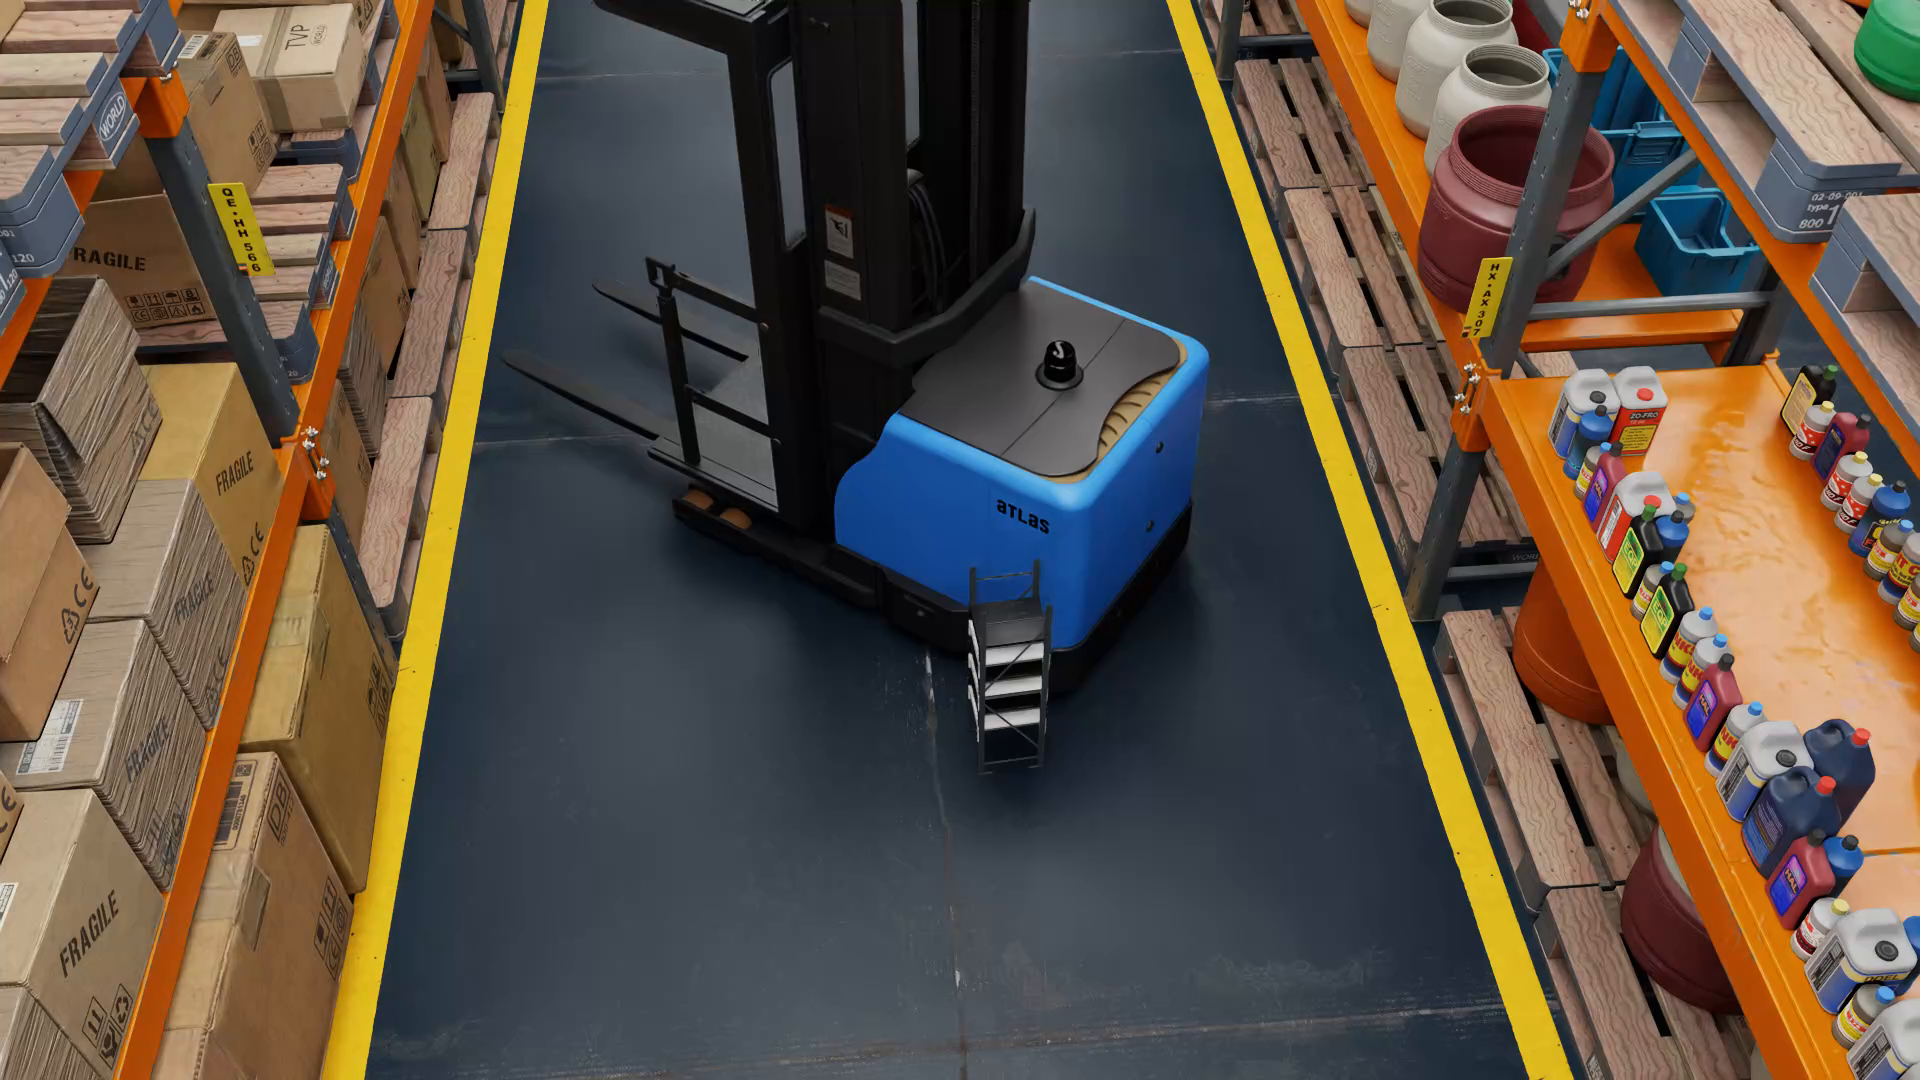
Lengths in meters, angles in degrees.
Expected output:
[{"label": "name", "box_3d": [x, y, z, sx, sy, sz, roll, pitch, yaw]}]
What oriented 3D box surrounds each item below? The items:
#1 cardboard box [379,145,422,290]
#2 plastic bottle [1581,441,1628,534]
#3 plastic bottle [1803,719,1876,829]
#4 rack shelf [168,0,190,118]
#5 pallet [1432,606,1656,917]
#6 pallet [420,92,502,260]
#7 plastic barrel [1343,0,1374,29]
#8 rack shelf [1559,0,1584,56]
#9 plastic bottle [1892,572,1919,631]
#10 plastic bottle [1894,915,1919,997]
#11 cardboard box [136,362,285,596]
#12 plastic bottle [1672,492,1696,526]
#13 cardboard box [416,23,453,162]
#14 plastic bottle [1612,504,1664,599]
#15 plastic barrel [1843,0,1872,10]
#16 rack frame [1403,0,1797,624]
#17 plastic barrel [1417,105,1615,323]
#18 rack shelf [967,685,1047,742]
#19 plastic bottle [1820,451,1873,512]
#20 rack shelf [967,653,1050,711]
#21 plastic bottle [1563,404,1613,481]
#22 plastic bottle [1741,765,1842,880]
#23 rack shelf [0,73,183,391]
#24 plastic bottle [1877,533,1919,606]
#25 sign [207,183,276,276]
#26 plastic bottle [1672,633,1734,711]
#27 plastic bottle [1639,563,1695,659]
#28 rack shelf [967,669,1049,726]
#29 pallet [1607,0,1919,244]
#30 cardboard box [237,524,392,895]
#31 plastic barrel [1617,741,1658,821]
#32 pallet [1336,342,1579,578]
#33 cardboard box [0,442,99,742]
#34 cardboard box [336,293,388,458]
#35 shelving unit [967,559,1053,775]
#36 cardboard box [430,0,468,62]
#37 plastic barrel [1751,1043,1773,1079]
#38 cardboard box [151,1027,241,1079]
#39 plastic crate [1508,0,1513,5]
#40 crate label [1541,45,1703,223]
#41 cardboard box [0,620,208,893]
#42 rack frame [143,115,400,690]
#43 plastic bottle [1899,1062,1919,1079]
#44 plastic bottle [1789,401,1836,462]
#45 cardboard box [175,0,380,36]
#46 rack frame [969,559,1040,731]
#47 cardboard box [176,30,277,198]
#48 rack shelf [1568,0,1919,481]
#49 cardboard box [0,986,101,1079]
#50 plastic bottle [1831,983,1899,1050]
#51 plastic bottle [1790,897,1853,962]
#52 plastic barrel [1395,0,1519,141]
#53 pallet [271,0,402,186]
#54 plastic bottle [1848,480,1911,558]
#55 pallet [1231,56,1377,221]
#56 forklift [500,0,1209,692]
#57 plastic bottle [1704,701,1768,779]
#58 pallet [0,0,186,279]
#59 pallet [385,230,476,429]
[{"label": "cardboard box", "box_3d": [-2.896, -1.464, 7.625, 0.700, 0.500, 0.500, -7, 47, -7]}, {"label": "plastic bottle", "box_3d": [1.972, -0.162, 5.054, 0.061, 0.283, 0.133, -3, 47, -3]}, {"label": "plastic bottle", "box_3d": [2.256, 0.587, 4.299, 0.144, 0.351, 0.185, -3, 47, -3]}, {"label": "rack shelf", "box_3d": [-2.827, -2.705, 5.812, 1.077, 0.370, 4.000, -3, 47, -3]}, {"label": "pallet", "box_3d": [2.383, 0.751, 6.029, 1.003, 0.211, 1.213, -3, 47, -3]}, {"label": "pallet", "box_3d": [-2.928, -1.846, 8.490, 1.003, 0.211, 1.213, -3, 47, -3]}, {"label": "plastic barrel", "box_3d": [1.864, -2.480, 7.075, 0.433, 0.535, 0.433, 0, 47, 0]}, {"label": "rack shelf", "box_3d": [2.108, -3.006, 6.097, 1.077, 0.370, 4.000, -3, 47, -3]}, {"label": "plastic bottle", "box_3d": [2.786, 0.163, 4.803, 0.097, 0.201, 0.097, 0, 47, 0]}, {"label": "plastic bottle", "box_3d": [2.275, 0.982, 3.979, 0.097, 0.271, 0.097, 0, 47, 0]}, {"label": "cardboard box", "box_3d": [-2.372, -0.167, 4.910, 0.500, 0.500, 0.500, -2, 47, -2]}, {"label": "plastic bottle", "box_3d": [2.151, -0.061, 5.015, 0.097, 0.201, 0.097, 0, 47, 0]}, {"label": "cardboard box", "box_3d": [-2.965, -2.215, 8.336, 0.700, 0.500, 0.500, -7, 47, -6]}, {"label": "plastic bottle", "box_3d": [1.994, 0.032, 4.871, 0.061, 0.283, 0.133, -3, 47, -3]}, {"label": "plastic barrel", "box_3d": [2.320, -1.688, 3.768, 0.600, 0.830, 0.708, -3, 47, -3]}, {"label": "rack frame", "box_3d": [2.276, -0.775, 5.555, 1.000, 3.000, 0.127, -3, 47, -3]}, {"label": "plastic barrel", "box_3d": [1.935, -1.139, 5.806, 0.600, 0.536, 0.708, -3, 47, -3]}, {"label": "rack shelf", "box_3d": [0.168, 0.608, 5.985, 0.258, 0.077, 0.200, -7, 47, -7]}, {"label": "plastic bottle", "box_3d": [2.745, -0.189, 5.136, 0.097, 0.201, 0.097, 0, 47, 0]}, {"label": "rack shelf", "box_3d": [0.168, 0.484, 5.854, 0.258, 0.077, 0.200, -7, 47, -7]}, {"label": "plastic bottle", "box_3d": [1.972, -0.313, 5.205, 0.097, 0.271, 0.097, 0, 47, 0]}, {"label": "plastic bottle", "box_3d": [2.115, 0.694, 4.198, 0.144, 0.351, 0.185, -3, 47, -3]}, {"label": "rack shelf", "box_3d": [-2.493, 0.189, 3.071, 1.077, 0.370, 4.000, -3, 47, -3]}, {"label": "plastic bottle", "box_3d": [2.778, 0.069, 4.844, 0.097, 0.271, 0.097, 0, 47, 0]}, {"label": "sign", "box_3d": [-2.107, -0.909, 4.884, 0.100, 0.325, 0.005, -3, 47, -3]}, {"label": "plastic bottle", "box_3d": [2.049, 0.356, 4.572, 0.097, 0.271, 0.097, 0, 47, 0]}, {"label": "plastic bottle", "box_3d": [2.014, 0.199, 4.713, 0.061, 0.283, 0.133, -3, 47, -3]}, {"label": "rack shelf", "box_3d": [0.168, 0.546, 5.920, 0.258, 0.077, 0.200, -7, 47, -7]}, {"label": "pallet", "box_3d": [2.242, -1.182, 4.005, 1.003, 0.211, 1.213, -3, 47, -3]}, {"label": "cardboard box", "box_3d": [-2.623, 0.612, 5.415, 1.225, 0.875, 0.875, -5, 47, -5]}, {"label": "plastic barrel", "box_3d": [2.470, 0.692, 5.590, 0.421, 0.512, 0.421, 0, 47, 0]}, {"label": "pallet", "box_3d": [2.249, -0.379, 7.100, 1.003, 0.211, 1.213, -3, 47, -3]}, {"label": "cardboard box", "box_3d": [-2.563, 0.148, 3.921, 0.797, 0.503, 0.637, -3, 47, -2]}, {"label": "cardboard box", "box_3d": [-2.795, -0.650, 6.855, 0.700, 0.500, 0.500, -7, 47, -7]}, {"label": "shelving unit", "box_3d": [0.168, 0.461, 5.830, 0.258, 0.900, 0.210, -7, 47, -7]}, {"label": "cardboard box", "box_3d": [-2.988, -2.945, 9.042, 0.500, 0.500, 0.500, -5, 47, -5]}, {"label": "plastic barrel", "box_3d": [2.564, 1.509, 4.816, 0.421, 0.512, 0.421, 0, 47, 0]}, {"label": "cardboard box", "box_3d": [-2.474, 1.898, 4.197, 1.225, 0.875, 0.875, -5, 47, -5]}, {"label": "plastic crate", "box_3d": [2.368, -2.354, 7.196, 0.450, 0.188, 0.662, -3, 47, -3]}, {"label": "crate label", "box_3d": [2.462, -1.523, 6.238, 0.502, 0.435, 0.616, -3, 47, -3]}, {"label": "cardboard box", "box_3d": [-2.289, 0.570, 4.212, 0.500, 0.500, 0.500, -5, 47, -5]}, {"label": "rack frame", "box_3d": [-2.660, -0.474, 5.270, 1.000, 3.000, 0.127, -3, 47, -3]}, {"label": "plastic bottle", "box_3d": [2.183, 1.267, 3.706, 0.152, 0.276, 0.135, -3, 47, -3]}, {"label": "plastic bottle", "box_3d": [2.726, -0.356, 5.294, 0.097, 0.201, 0.097, 0, 47, 0]}, {"label": "cardboard box", "box_3d": [-2.758, -2.300, 6.638, 0.797, 0.503, 0.637, 1, 47, 1]}, {"label": "rack frame", "box_3d": [0.151, 0.388, 5.899, 0.240, 0.900, 0.006, -7, 47, -7]}, {"label": "cardboard box", "box_3d": [-2.891, -1.439, 5.825, 0.700, 0.500, 0.500, 3, 47, 3]}, {"label": "rack shelf", "box_3d": [2.443, -0.112, 3.357, 1.077, 0.370, 4.000, -3, 47, -3]}, {"label": "cardboard box", "box_3d": [-2.199, 1.312, 3.510, 0.500, 0.500, 0.500, -4, 47, -4]}, {"label": "plastic bottle", "box_3d": [2.134, 1.113, 3.904, 0.097, 0.201, 0.097, 0, 47, 0]}, {"label": "plastic bottle", "box_3d": [2.115, 0.945, 4.062, 0.097, 0.201, 0.097, 0, 47, 0]}, {"label": "plastic barrel", "box_3d": [1.941, -1.850, 6.495, 0.421, 0.512, 0.421, 0, 47, 0]}, {"label": "pallet", "box_3d": [-2.866, -1.838, 6.693, 1.003, 0.211, 1.213, -3, 47, -3]}, {"label": "plastic bottle", "box_3d": [2.762, -0.072, 4.977, 0.097, 0.271, 0.097, 0, 47, 0]}, {"label": "pallet", "box_3d": [2.045, -2.145, 8.772, 1.003, 0.211, 1.213, -3, 47, -3]}, {"label": "forklift", "box_3d": [-0.584, -1.274, 6.074, 3.031, 2.935, 1.130, 25, 51, 22]}, {"label": "plastic bottle", "box_3d": [2.069, 0.523, 4.414, 0.097, 0.271, 0.097, 0, 47, 0]}, {"label": "pallet", "box_3d": [-2.553, -0.978, 3.811, 1.213, 0.211, 1.003, -2, 47, -1]}, {"label": "pallet", "box_3d": [-2.823, -0.962, 7.652, 1.003, 0.211, 1.213, -3, 47, -3]}]
